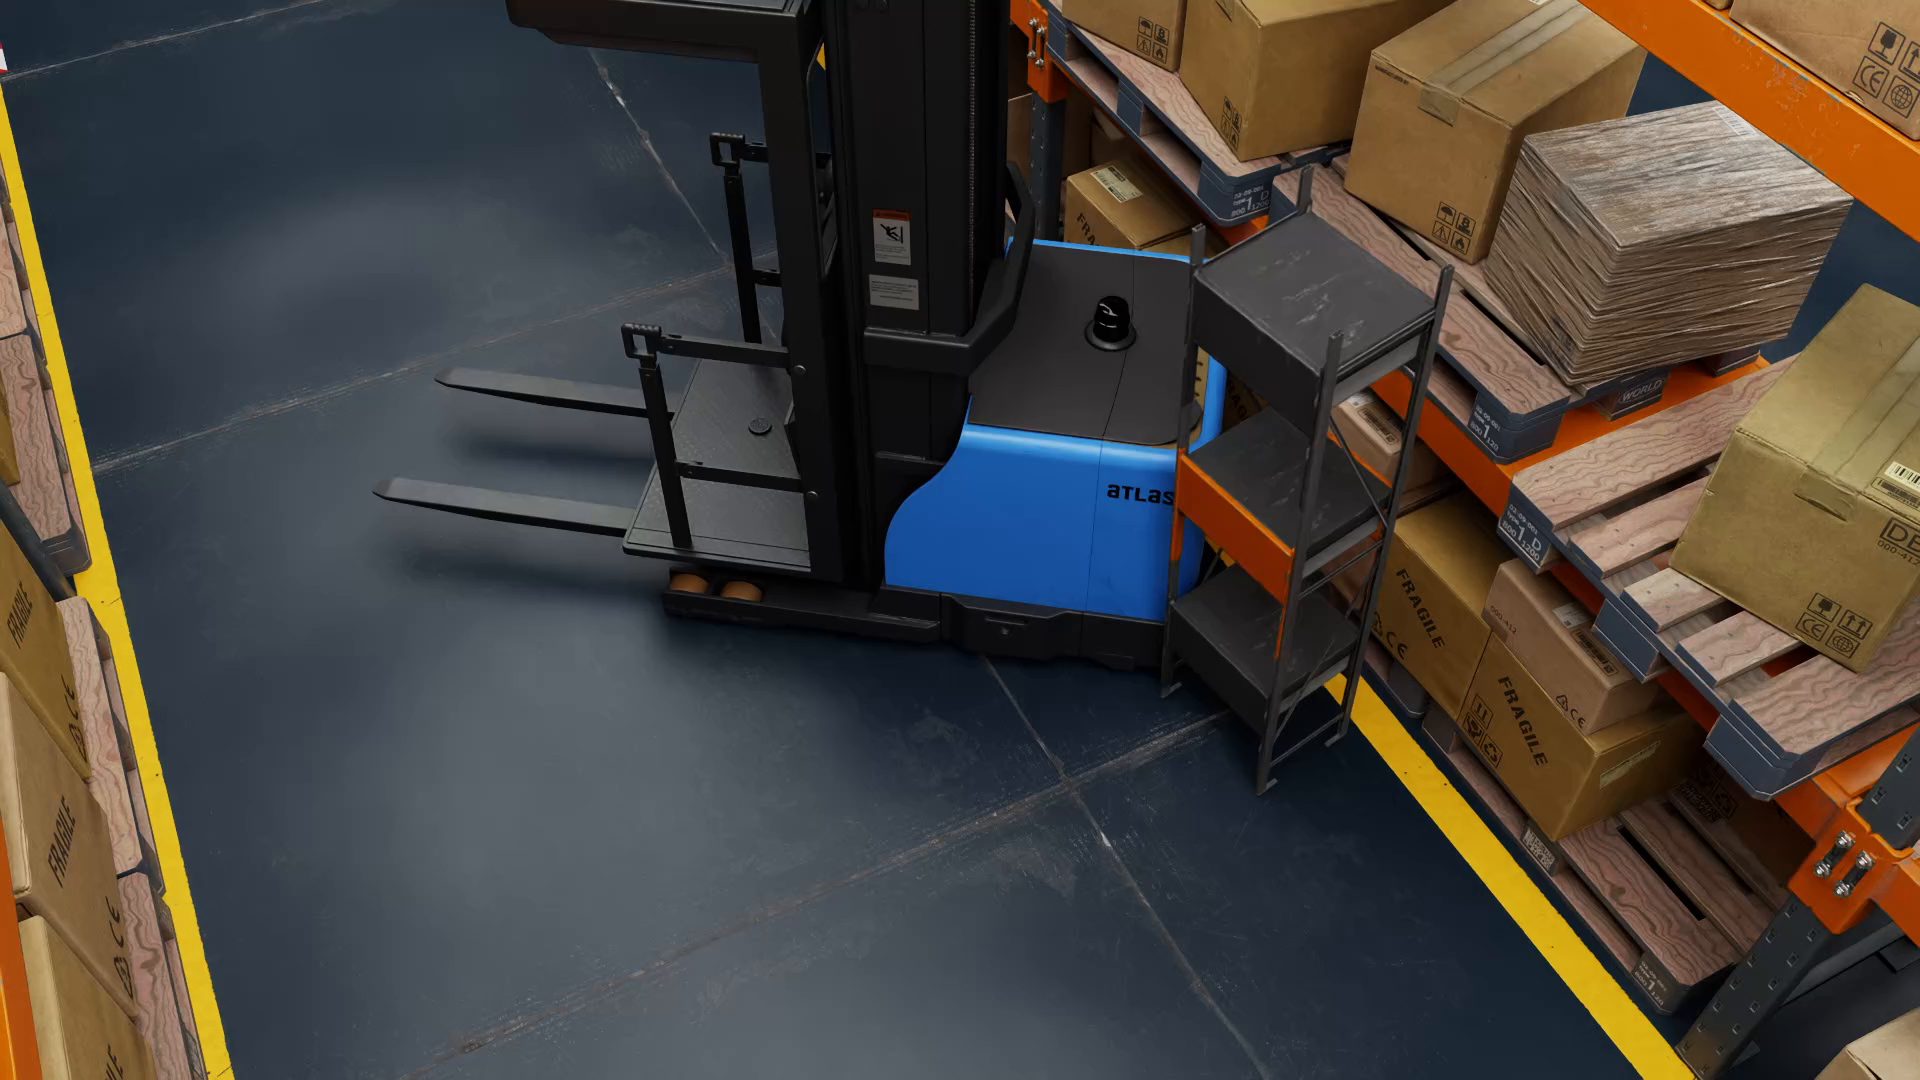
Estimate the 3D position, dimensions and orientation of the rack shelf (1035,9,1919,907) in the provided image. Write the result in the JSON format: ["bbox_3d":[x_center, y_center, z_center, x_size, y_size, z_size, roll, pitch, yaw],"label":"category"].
[{"bbox_3d":[1.671,-0.710,5.356,1.077,0.370,4.000,-21,52,-18],"label":"rack shelf"}]

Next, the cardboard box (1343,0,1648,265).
[{"bbox_3d":[1.619,-1.295,5.044,0.700,0.500,0.500,-34,57,-26],"label":"cardboard box"}]

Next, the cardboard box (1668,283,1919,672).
[{"bbox_3d":[2.198,-0.162,4.053,0.500,0.500,0.700,35,58,27],"label":"cardboard box"}]

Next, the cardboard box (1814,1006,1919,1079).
[{"bbox_3d":[2.565,1.426,4.185,0.500,0.311,0.500,-20,52,-16],"label":"cardboard box"}]

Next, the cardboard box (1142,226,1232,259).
[{"bbox_3d":[1.014,-0.846,6.366,0.500,0.500,0.500,-20,52,-17],"label":"cardboard box"}]

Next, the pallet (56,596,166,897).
[{"bbox_3d":[-3.227,0.832,5.382,1.003,0.211,1.213,-21,52,-18],"label":"pallet"}]

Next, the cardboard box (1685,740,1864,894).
[{"bbox_3d":[2.632,0.667,5.042,0.500,0.500,0.500,-19,52,-16],"label":"cardboard box"}]

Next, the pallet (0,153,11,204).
[{"bbox_3d":[-5.042,-1.827,7.708,1.003,0.211,1.213,-21,52,-18],"label":"pallet"}]

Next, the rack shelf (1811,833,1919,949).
[{"bbox_3d":[3.501,1.967,3.014,1.077,0.370,4.000,-21,52,-18],"label":"rack shelf"}]

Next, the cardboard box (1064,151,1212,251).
[{"bbox_3d":[0.760,-1.199,6.675,0.500,0.500,0.500,-23,53,-19],"label":"cardboard box"}]

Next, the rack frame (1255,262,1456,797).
[{"bbox_3d":[1.086,0.090,4.758,0.400,2.100,0.015,-31,55,-19],"label":"rack frame"}]

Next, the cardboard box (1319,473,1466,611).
[{"bbox_3d":[1.467,-0.171,5.775,0.500,0.500,0.500,-23,53,-19],"label":"cardboard box"}]

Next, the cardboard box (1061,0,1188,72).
[{"bbox_3d":[0.774,-2.062,5.715,0.500,0.500,0.700,35,58,27],"label":"cardboard box"}]

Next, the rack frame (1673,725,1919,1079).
[{"bbox_3d":[2.586,0.392,3.914,1.000,3.000,0.127,-21,52,-18],"label":"rack frame"}]

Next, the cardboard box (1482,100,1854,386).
[{"bbox_3d":[1.949,-0.840,4.646,0.700,0.500,0.500,-12,50,-11],"label":"cardboard box"}]

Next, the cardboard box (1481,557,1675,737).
[{"bbox_3d":[1.920,0.242,4.916,0.500,0.250,0.500,-19,52,-16],"label":"cardboard box"}]

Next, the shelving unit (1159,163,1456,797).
[{"bbox_3d":[0.943,-0.059,4.889,0.431,2.100,0.503,-31,55,-19],"label":"shelving unit"}]

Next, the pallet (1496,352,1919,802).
[{"bbox_3d":[2.214,0.026,4.362,1.213,0.211,1.003,-21,52,-18],"label":"pallet"}]

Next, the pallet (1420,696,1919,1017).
[{"bbox_3d":[2.278,0.797,5.412,1.003,0.211,1.213,-21,52,-18],"label":"pallet"}]

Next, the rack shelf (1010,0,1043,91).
[{"bbox_3d":[-0.160,-3.387,7.697,1.077,0.370,4.000,-21,52,-18],"label":"rack shelf"}]

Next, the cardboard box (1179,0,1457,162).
[{"bbox_3d":[1.145,-1.624,5.332,0.700,0.500,0.500,-14,50,-12],"label":"cardboard box"}]

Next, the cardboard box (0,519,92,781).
[{"bbox_3d":[-3.234,0.383,5.071,0.750,0.750,0.750,-21,52,-17],"label":"cardboard box"}]

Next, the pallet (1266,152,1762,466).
[{"bbox_3d":[1.692,-0.845,5.124,1.003,0.211,1.213,-21,52,-18],"label":"pallet"}]

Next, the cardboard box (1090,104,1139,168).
[{"bbox_3d":[0.756,-1.900,7.413,0.500,0.311,0.500,-21,52,-18],"label":"cardboard box"}]

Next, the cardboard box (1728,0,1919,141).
[{"bbox_3d":[2.123,-1.250,3.291,0.910,0.500,0.500,-21,52,-18],"label":"cardboard box"}]

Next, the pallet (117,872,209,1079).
[{"bbox_3d":[-2.665,1.650,4.667,1.003,0.211,1.213,-21,52,-18],"label":"pallet"}]

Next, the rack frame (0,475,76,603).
[{"bbox_3d":[-3.647,-0.576,4.761,1.000,3.000,0.127,-21,52,-18],"label":"rack frame"}]

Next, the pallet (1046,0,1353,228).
[{"bbox_3d":[1.024,-1.649,5.827,1.003,0.211,1.213,-21,52,-18],"label":"pallet"}]

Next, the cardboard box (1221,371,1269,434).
[{"bbox_3d":[1.236,-0.509,6.071,0.500,0.500,0.500,-21,52,-17],"label":"cardboard box"}]

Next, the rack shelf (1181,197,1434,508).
[{"bbox_3d":[0.906,-0.490,4.356,0.431,0.518,0.480,-31,55,-19],"label":"rack shelf"}]

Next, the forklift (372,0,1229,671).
[{"bbox_3d":[-0.614,-1.046,5.217,3.031,2.935,1.130,7,49,6],"label":"forklift"}]

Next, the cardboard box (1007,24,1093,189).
[{"bbox_3d":[0.243,-1.891,7.279,0.500,0.500,0.500,-21,52,-18],"label":"cardboard box"}]

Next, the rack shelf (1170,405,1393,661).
[{"bbox_3d":[0.944,-0.051,4.899,0.431,0.518,0.480,-31,55,-19],"label":"rack shelf"}]

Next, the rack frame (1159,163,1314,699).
[{"bbox_3d":[0.801,-0.208,5.019,0.400,2.100,0.015,-31,55,-19],"label":"rack frame"}]

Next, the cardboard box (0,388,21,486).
[{"bbox_3d":[-3.898,-0.427,6.013,0.700,0.500,0.500,-21,52,-17],"label":"cardboard box"}]

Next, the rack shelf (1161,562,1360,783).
[{"bbox_3d":[0.982,0.389,5.443,0.431,0.518,0.480,-31,55,-19],"label":"rack shelf"}]

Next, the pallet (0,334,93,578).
[{"bbox_3d":[-3.926,-0.194,6.280,1.003,0.211,1.213,-21,52,-18],"label":"pallet"}]

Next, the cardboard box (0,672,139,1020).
[{"bbox_3d":[-2.825,0.977,4.552,0.750,0.750,0.750,-20,52,-16],"label":"cardboard box"}]

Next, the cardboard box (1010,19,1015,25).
[{"bbox_3d":[0.351,-2.428,7.971,0.380,0.166,0.250,-21,52,-18],"label":"cardboard box"}]

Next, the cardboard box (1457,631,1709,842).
[{"bbox_3d":[1.949,0.525,5.166,0.500,0.500,0.500,-19,52,-16],"label":"cardboard box"}]

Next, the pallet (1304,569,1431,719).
[{"bbox_3d":[1.724,-0.018,6.126,1.003,0.211,1.213,-21,52,-18],"label":"pallet"}]

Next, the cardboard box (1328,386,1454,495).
[{"bbox_3d":[1.448,-0.441,5.513,0.500,0.250,0.500,-22,52,-18],"label":"cardboard box"}]

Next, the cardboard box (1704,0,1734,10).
[{"bbox_3d":[1.885,-1.598,3.596,0.910,0.500,0.500,-21,52,-18],"label":"cardboard box"}]

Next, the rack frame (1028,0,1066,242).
[{"bbox_3d":[0.756,-2.285,6.256,1.000,3.000,0.127,-21,52,-18],"label":"rack frame"}]

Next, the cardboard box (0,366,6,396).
[{"bbox_3d":[-4.125,-0.765,6.308,0.700,0.500,0.500,-22,52,-18],"label":"cardboard box"}]

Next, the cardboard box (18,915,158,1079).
[{"bbox_3d":[-2.432,1.544,4.056,0.750,0.750,0.750,-21,52,-18],"label":"cardboard box"}]

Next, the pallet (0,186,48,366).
[{"bbox_3d":[-4.488,-1.012,6.995,1.003,0.211,1.213,-21,52,-18],"label":"pallet"}]

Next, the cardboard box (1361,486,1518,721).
[{"bbox_3d":[1.713,0.179,5.469,0.500,0.500,0.500,-23,53,-19],"label":"cardboard box"}]

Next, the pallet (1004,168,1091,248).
[{"bbox_3d":[0.442,-1.827,7.708,1.003,0.211,1.213,-21,52,-18],"label":"pallet"}]
